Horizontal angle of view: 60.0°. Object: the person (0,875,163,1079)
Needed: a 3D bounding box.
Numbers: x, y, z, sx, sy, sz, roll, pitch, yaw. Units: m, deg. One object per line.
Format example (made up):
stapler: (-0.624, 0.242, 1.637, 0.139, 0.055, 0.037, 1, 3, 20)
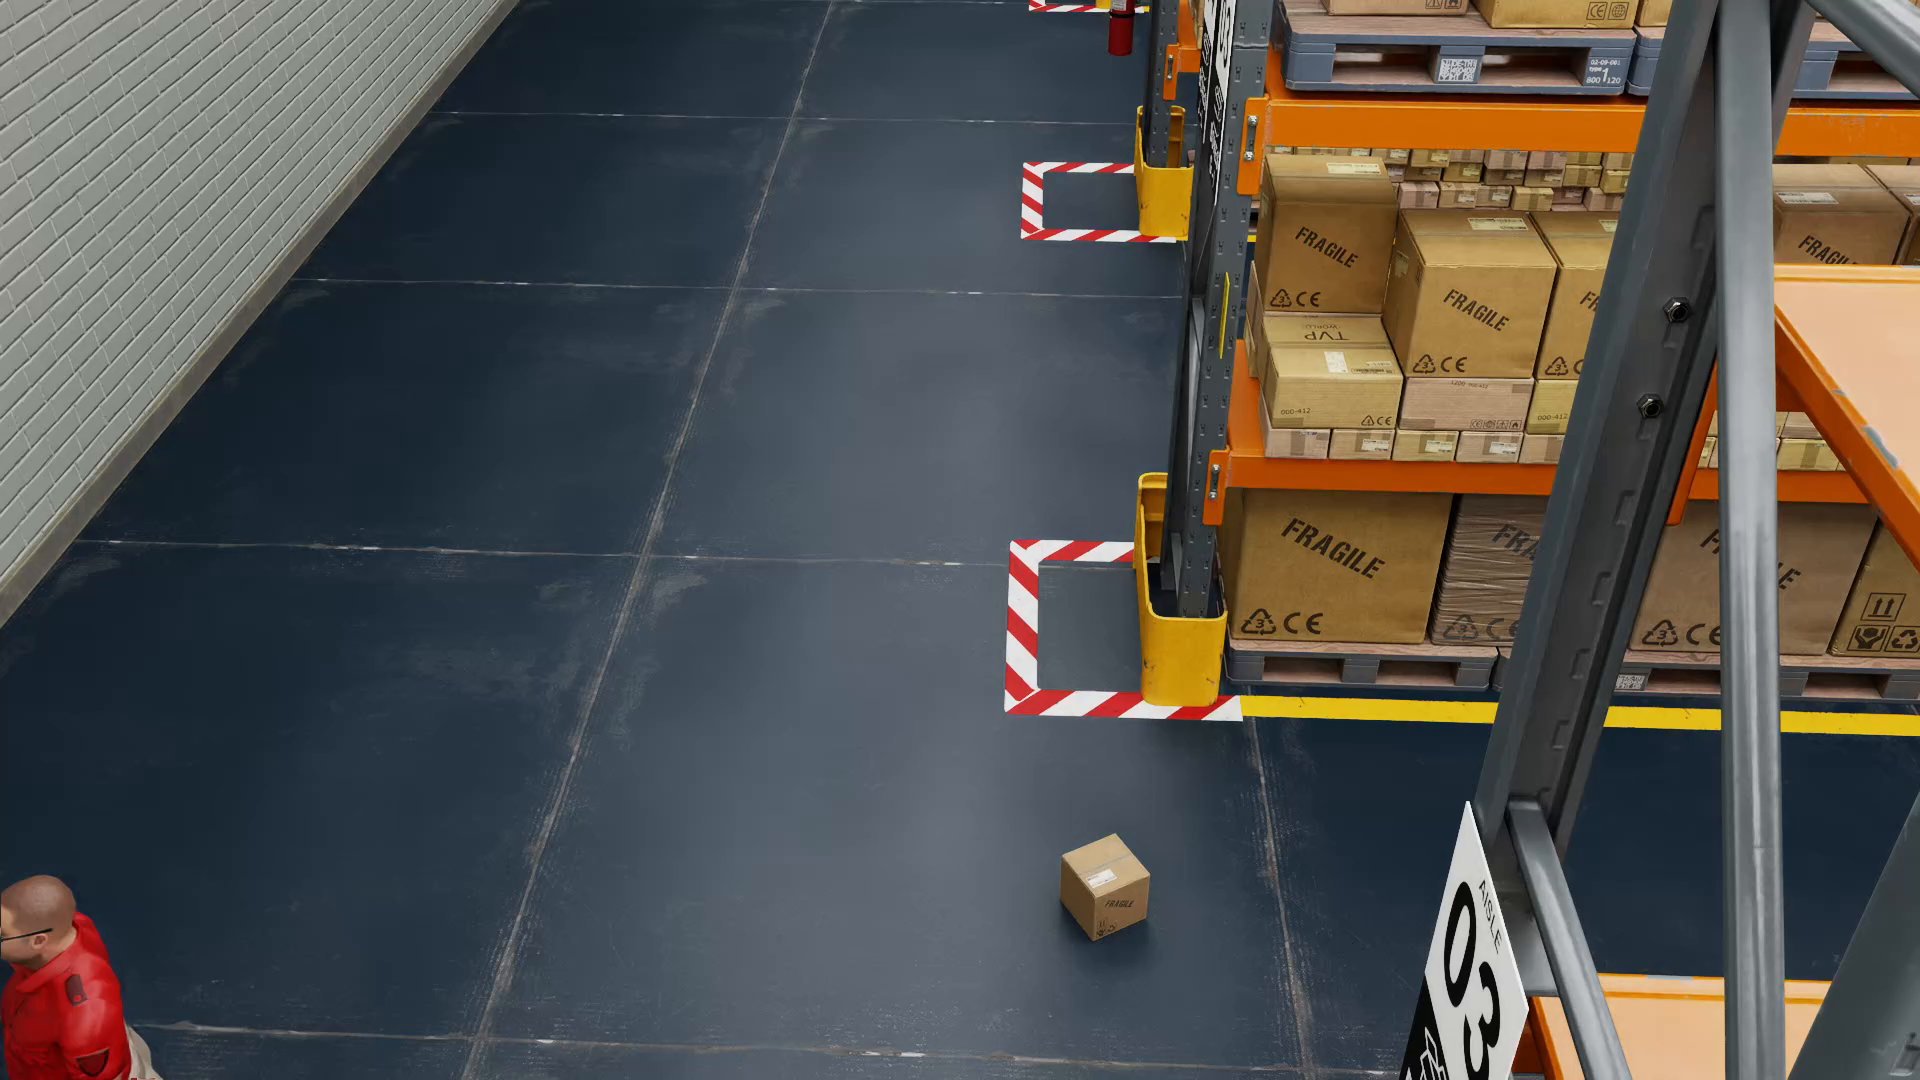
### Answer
person: (-2.454, 1.610, 4.844, 0.757, 1.701, 0.529, -25, 42, -31)
